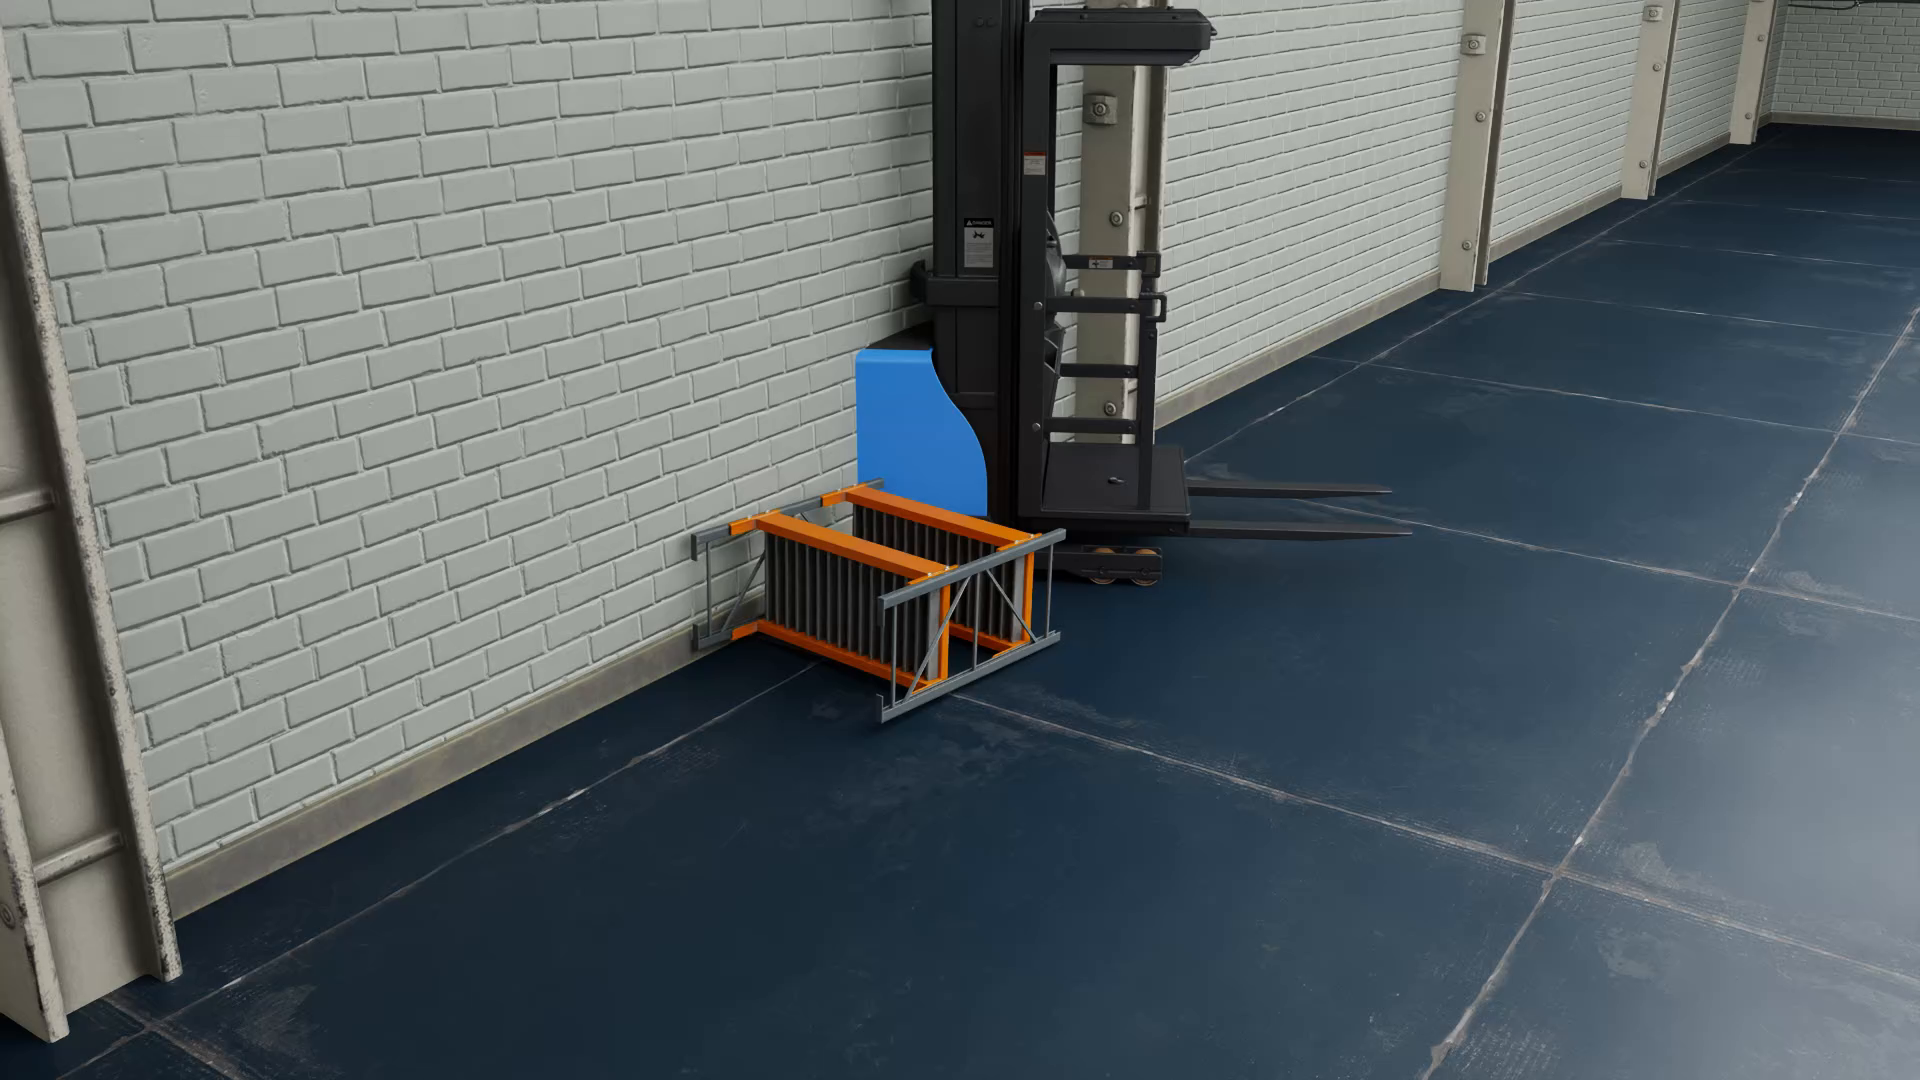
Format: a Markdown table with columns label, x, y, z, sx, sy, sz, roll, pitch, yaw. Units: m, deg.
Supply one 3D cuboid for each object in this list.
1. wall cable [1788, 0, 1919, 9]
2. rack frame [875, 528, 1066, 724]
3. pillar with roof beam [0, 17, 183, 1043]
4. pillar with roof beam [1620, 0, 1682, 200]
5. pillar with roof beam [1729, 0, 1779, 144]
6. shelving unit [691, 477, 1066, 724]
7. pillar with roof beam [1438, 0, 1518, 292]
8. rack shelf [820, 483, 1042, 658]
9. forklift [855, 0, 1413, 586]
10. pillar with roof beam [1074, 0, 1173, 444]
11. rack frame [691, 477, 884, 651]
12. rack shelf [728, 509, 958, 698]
| label | x | y | z | sx | sy | sz | roll | pitch | yaw |
| --- | --- | --- | --- | --- | --- | --- | --- | --- | --- |
| wall cable | 13.739 | -8.948 | 23.959 | 3.097 | 2.526 | 0.112 | 13 | 24 | 32 |
| rack frame | 0.061 | 0.319 | 6.575 | 0.032 | 0.500 | 1.125 | 17 | 24 | 37 |
| pillar with roof beam | 1.059 | -2.091 | 0.947 | 9.100 | 9.000 | 0.400 | 13 | 24 | 32 |
| pillar with roof beam | 11.177 | -7.256 | 14.909 | 9.100 | 9.000 | 0.400 | 13 | 24 | 32 |
| pillar with roof beam | 14.550 | -8.977 | 19.563 | 9.100 | 9.000 | 0.400 | 13 | 24 | 32 |
| shelving unit | -0.330 | 0.202 | 6.878 | 1.048 | 0.538 | 1.125 | 17 | 24 | 37 |
| pillar with roof beam | 7.804 | -5.534 | 10.255 | 9.100 | 9.000 | 0.400 | 13 | 24 | 32 |
| rack shelf | -0.143 | 0.135 | 7.093 | 1.000 | 0.538 | 0.278 | 17 | 24 | 37 |
| forklift | 0.620 | -1.356 | 7.705 | 3.031 | 2.935 | 1.130 | 2 | 20 | 5 |
| pillar with roof beam | 4.431 | -3.813 | 5.601 | 9.100 | 9.000 | 0.400 | 13 | 24 | 32 |
| rack frame | -0.721 | 0.085 | 7.181 | 0.032 | 0.500 | 1.125 | 17 | 24 | 37 |
| rack shelf | -0.486 | 0.259 | 6.699 | 1.000 | 0.538 | 0.278 | 17 | 24 | 37 |
